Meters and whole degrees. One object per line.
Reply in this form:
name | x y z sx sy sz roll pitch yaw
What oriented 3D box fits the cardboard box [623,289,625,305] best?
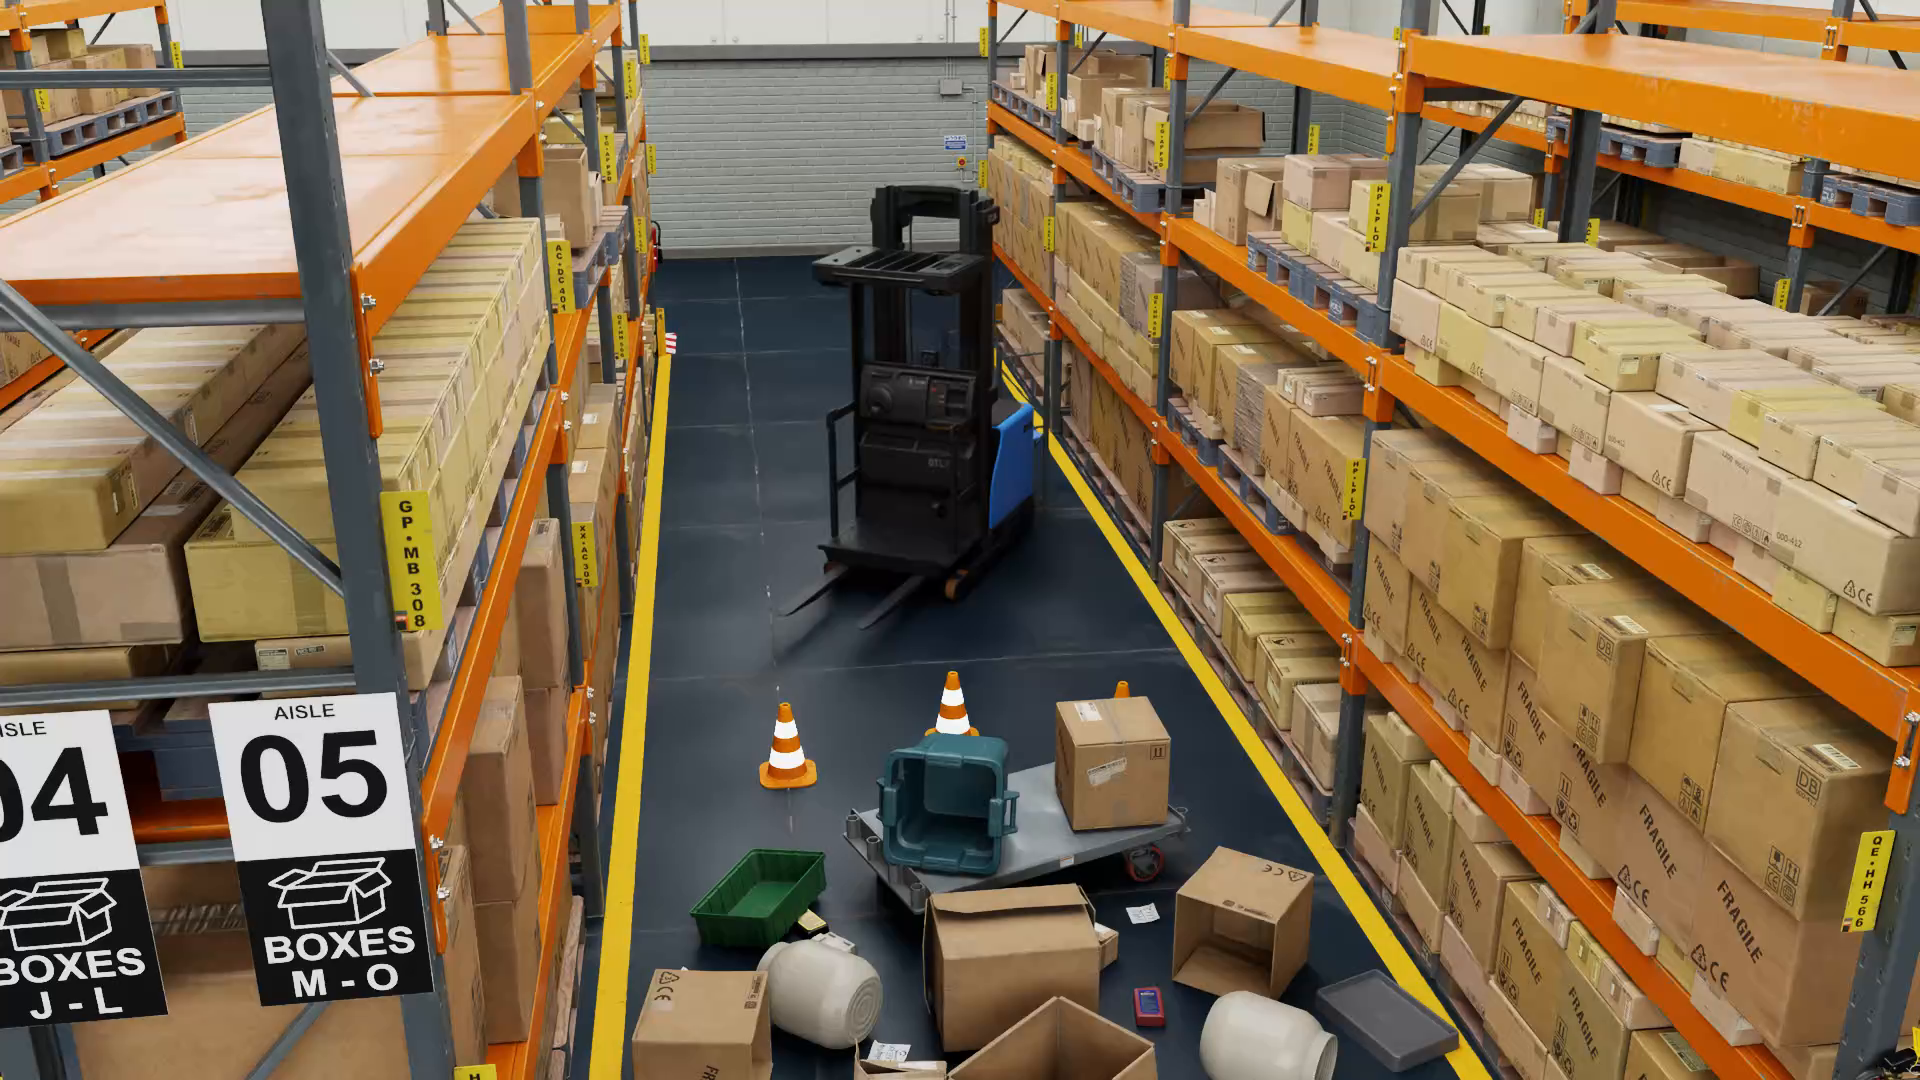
cardboard box | -3.230 -2.181 15.027 0.380 0.149 0.250 -3 21 -9

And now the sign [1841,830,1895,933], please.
sign | 2.578 0.971 4.722 0.100 0.325 0.005 -3 21 -8

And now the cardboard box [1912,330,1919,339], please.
cardboard box | 7.261 -1.451 12.245 0.380 0.149 0.250 -3 21 -8

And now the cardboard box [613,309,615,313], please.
cardboard box | -3.007 -1.779 13.527 0.380 0.149 0.250 -2 21 -6

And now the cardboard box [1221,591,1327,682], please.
cardboard box | 2.267 0.619 10.927 0.950 0.372 0.625 -2 21 -6

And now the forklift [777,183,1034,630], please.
forklift | -0.403 -1.086 12.433 1.130 2.935 3.031 8 22 21

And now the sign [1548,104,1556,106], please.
sign | 5.776 -4.383 16.139 0.100 0.325 0.005 -3 21 -8

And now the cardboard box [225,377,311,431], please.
cardboard box | -2.243 -0.295 4.978 0.500 0.250 0.500 -3 21 -8

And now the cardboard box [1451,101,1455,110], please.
cardboard box | 5.711 -4.873 18.547 0.380 0.149 0.250 -3 21 -8

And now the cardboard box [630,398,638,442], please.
cardboard box | -2.974 -1.000 14.008 0.500 0.250 0.500 -4 21 -10

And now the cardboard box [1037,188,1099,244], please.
cardboard box | 1.059 -3.179 16.368 0.500 0.500 0.500 -3 21 -8

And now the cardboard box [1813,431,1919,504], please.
cardboard box | 2.790 -0.214 4.934 0.380 0.149 0.250 -3 21 -7

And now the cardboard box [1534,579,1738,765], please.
cardboard box | 2.600 0.473 6.165 0.700 0.500 0.500 -3 21 -8

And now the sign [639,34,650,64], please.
sign | -3.508 -5.455 18.483 0.100 0.325 0.005 -3 21 -8

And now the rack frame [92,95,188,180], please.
rack frame | -8.982 -3.399 18.530 1.000 3.000 0.127 -3 21 -8

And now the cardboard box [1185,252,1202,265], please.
cardboard box | 2.067 -1.999 13.209 0.500 0.500 0.500 -3 21 -8

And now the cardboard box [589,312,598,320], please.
cardboard box | -2.891 -1.642 12.734 0.380 0.149 0.250 -4 21 -10

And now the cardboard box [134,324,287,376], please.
cardboard box | -2.358 -0.607 5.243 0.380 0.149 0.250 -3 21 -7

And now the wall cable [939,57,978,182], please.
wall cable | -0.012 -6.341 24.909 0.585 1.953 0.123 -3 21 -8

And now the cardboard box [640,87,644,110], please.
cardboard box | -3.732 -4.805 18.222 0.500 0.250 0.500 -3 21 -9

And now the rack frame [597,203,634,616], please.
rack frame | -2.907 -0.845 11.690 1.000 3.000 0.127 -3 21 -8

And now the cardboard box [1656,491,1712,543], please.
cardboard box | 2.676 -0.109 5.794 0.380 0.149 0.250 -3 21 -8

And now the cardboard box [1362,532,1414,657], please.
cardboard box | 2.341 0.236 8.229 0.500 0.500 0.500 -3 21 -8

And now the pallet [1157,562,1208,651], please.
pallet | 2.088 0.448 12.216 1.003 0.211 1.213 -3 21 -8

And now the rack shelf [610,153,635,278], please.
rack shelf | -3.195 -2.605 13.145 1.077 0.370 4.000 -3 21 -8

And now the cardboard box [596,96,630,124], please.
cardboard box | -3.315 -3.977 15.291 0.500 0.250 0.500 -2 21 -6

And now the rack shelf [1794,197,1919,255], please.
rack shelf | 7.177 -1.757 10.873 1.077 0.370 4.000 -3 21 -8

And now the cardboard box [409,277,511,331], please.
cardboard box | -1.781 -0.817 5.805 0.380 0.149 0.250 -3 21 -8

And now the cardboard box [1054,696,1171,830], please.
cardboard box | 0.797 1.172 8.781 0.500 0.500 0.500 -3 21 -8

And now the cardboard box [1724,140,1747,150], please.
cardboard box | 6.490 -3.280 13.568 0.380 0.149 0.250 -3 21 -8

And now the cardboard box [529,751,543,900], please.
cardboard box | -2.026 1.158 6.115 0.875 0.550 0.500 -3 21 -8

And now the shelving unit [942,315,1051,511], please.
shelving unit | 0.300 -1.092 14.496 0.538 1.500 1.048 -10 23 -25

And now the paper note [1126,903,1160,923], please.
paper note | 0.942 1.916 8.542 0.148 0.019 0.142 -3 21 -8

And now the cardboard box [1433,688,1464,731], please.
cardboard box | 2.439 0.761 7.750 0.380 0.149 0.250 -2 21 -6

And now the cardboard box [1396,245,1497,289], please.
cardboard box | 2.276 -1.280 7.788 0.380 0.149 0.250 -3 21 -9

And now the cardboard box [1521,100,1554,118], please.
cardboard box | 5.995 -4.394 16.697 0.500 0.250 0.500 -3 21 -8

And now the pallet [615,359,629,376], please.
pallet | -3.232 -1.438 13.553 1.003 0.211 1.213 -3 21 -8

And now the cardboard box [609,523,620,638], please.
cardboard box | -2.908 0.228 11.434 1.050 0.750 0.750 -3 21 -8

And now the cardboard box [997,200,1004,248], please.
cardboard box | 0.710 -3.591 18.902 0.500 0.500 0.500 -3 21 -9

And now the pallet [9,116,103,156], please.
pallet | -8.513 -3.662 15.073 1.003 0.211 1.213 -3 21 -8

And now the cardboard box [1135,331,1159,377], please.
cardboard box | 1.656 -1.448 12.806 0.500 0.250 0.500 -3 21 -8

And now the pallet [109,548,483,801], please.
pallet | -1.871 0.305 4.451 1.003 0.211 1.213 -3 21 -8

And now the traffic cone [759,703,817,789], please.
traffic cone | -1.029 1.188 9.873 0.336 0.463 0.334 -3 21 -8

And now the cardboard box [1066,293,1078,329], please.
cardboard box | 1.279 -2.099 15.264 0.500 0.250 0.500 -3 21 -9

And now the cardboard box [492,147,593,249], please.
cardboard box | -2.379 -1.952 9.483 0.500 0.500 0.500 -3 21 -8

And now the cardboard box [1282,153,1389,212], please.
cardboard box | 2.175 -2.057 9.548 0.500 0.250 0.500 -3 21 -7

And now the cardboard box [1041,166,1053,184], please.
cardboard box | 1.030 -3.694 16.821 0.380 0.149 0.250 -3 21 -8

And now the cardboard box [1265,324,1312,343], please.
cardboard box | 2.403 -1.190 11.448 0.500 0.500 0.500 -3 21 -9

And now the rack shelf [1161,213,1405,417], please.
rack shelf | 2.266 -1.505 10.199 1.077 0.370 4.000 -3 21 -8

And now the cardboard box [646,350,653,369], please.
cardboard box | -3.451 -1.905 17.577 0.380 0.149 0.250 -3 21 -7

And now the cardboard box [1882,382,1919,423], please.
cardboard box | 3.291 -0.421 5.487 0.380 0.149 0.250 -3 21 -8

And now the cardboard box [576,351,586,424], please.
cardboard box | -2.777 -1.029 10.612 0.700 0.500 0.500 -3 21 -9

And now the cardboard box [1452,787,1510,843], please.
cardboard box | 2.448 1.227 7.475 0.380 0.149 0.250 -2 21 -5

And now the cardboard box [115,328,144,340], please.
cardboard box | -8.552 -1.760 16.577 0.875 0.875 0.875 -3 21 -8

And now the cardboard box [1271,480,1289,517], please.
cardboard box | 2.073 -0.255 9.871 0.380 0.149 0.250 -3 21 -7

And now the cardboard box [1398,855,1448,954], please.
cardboard box | 2.460 1.749 8.075 0.500 0.250 0.500 -2 21 -5

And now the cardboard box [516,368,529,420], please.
cardboard box | -1.814 -0.529 6.175 0.380 0.149 0.250 -3 21 -7

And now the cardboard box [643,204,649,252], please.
cardboard box | -3.589 -3.304 17.708 0.500 0.500 0.500 -3 21 -8
